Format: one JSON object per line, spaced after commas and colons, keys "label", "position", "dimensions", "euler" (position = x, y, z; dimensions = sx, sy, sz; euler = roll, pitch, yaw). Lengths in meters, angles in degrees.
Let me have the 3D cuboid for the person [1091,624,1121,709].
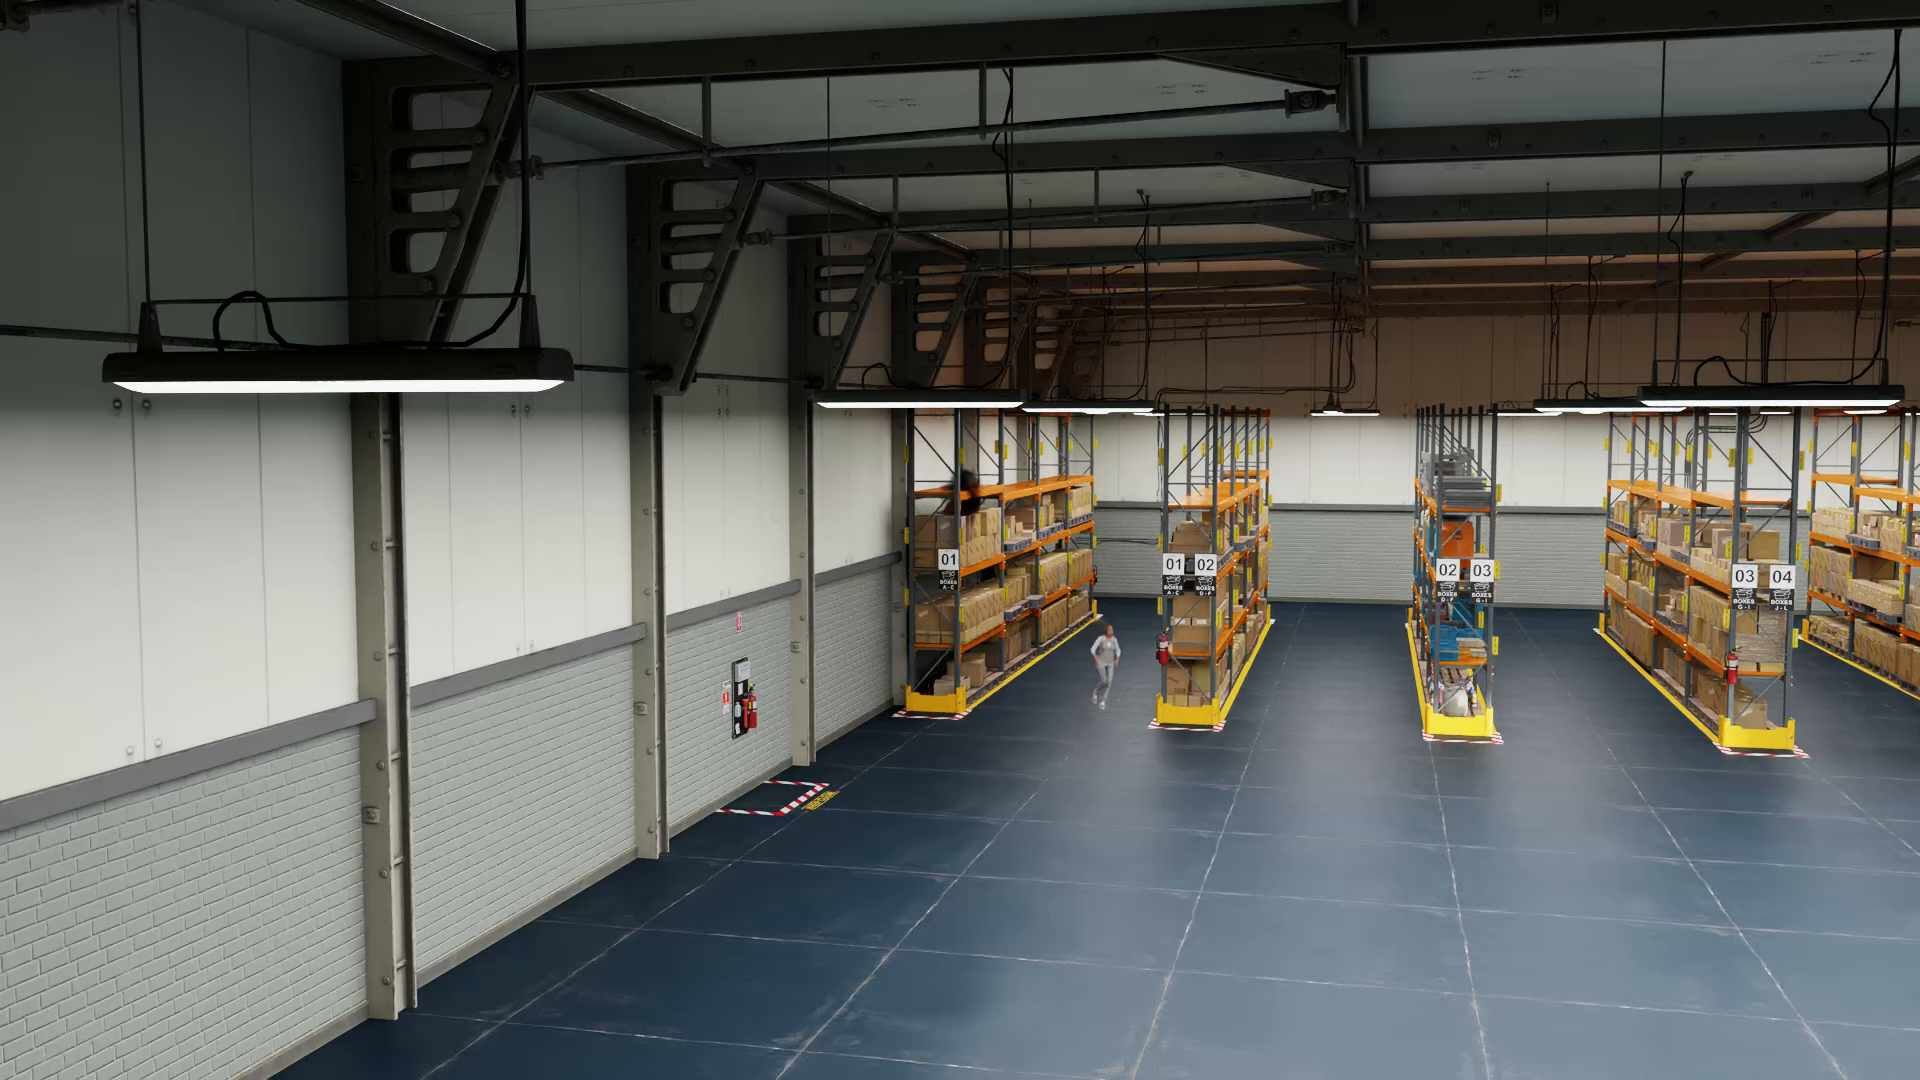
{"label": "person", "position": [2.776, 2.380, 31.537], "dimensions": [0.566, 1.578, 0.487], "euler": [-1, 4, -17]}
